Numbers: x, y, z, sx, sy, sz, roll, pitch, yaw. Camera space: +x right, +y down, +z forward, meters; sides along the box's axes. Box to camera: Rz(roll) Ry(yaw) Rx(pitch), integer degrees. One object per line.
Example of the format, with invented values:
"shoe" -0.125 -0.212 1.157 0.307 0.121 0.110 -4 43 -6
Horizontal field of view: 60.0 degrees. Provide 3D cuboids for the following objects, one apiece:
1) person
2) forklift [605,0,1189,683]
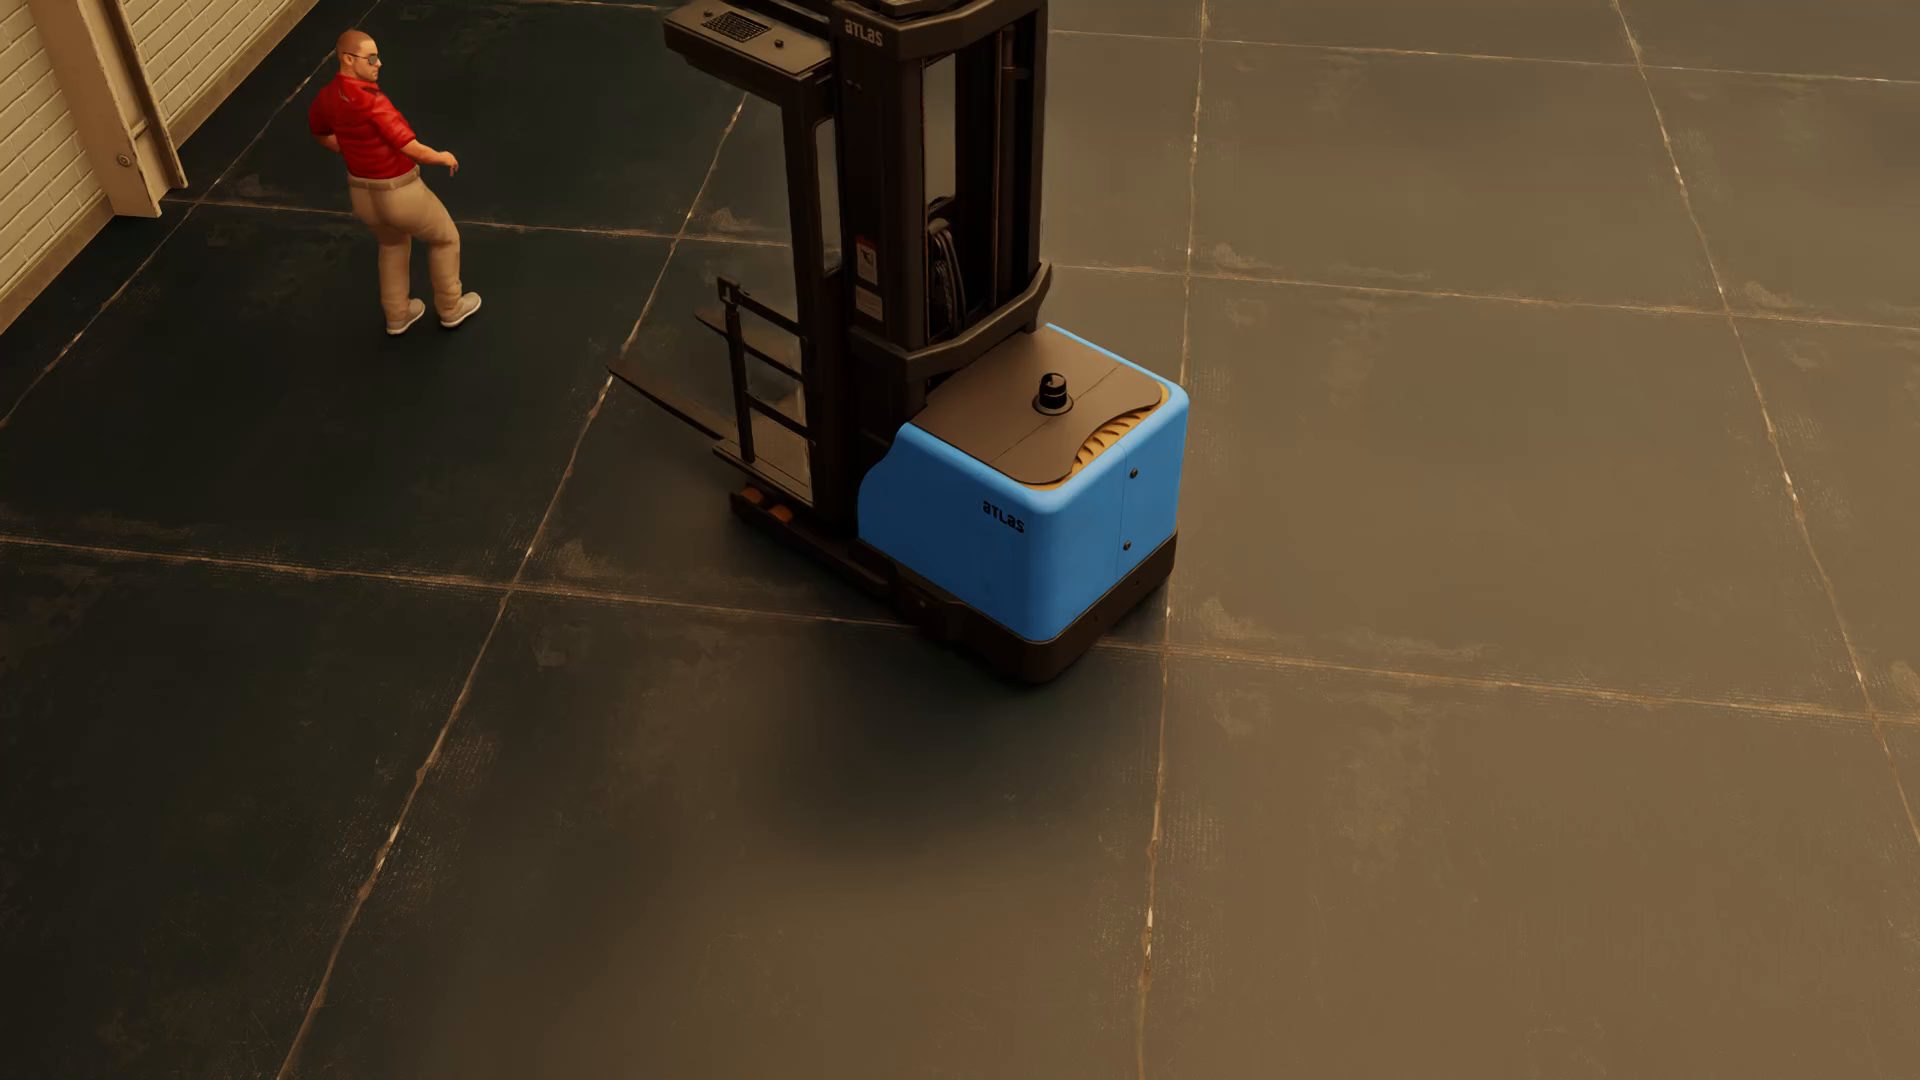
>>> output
"person" -2.970 -1.849 8.678 0.754 1.685 0.515 14 44 15
"forklift" -0.464 -1.323 7.165 3.031 2.935 1.130 30 51 29
